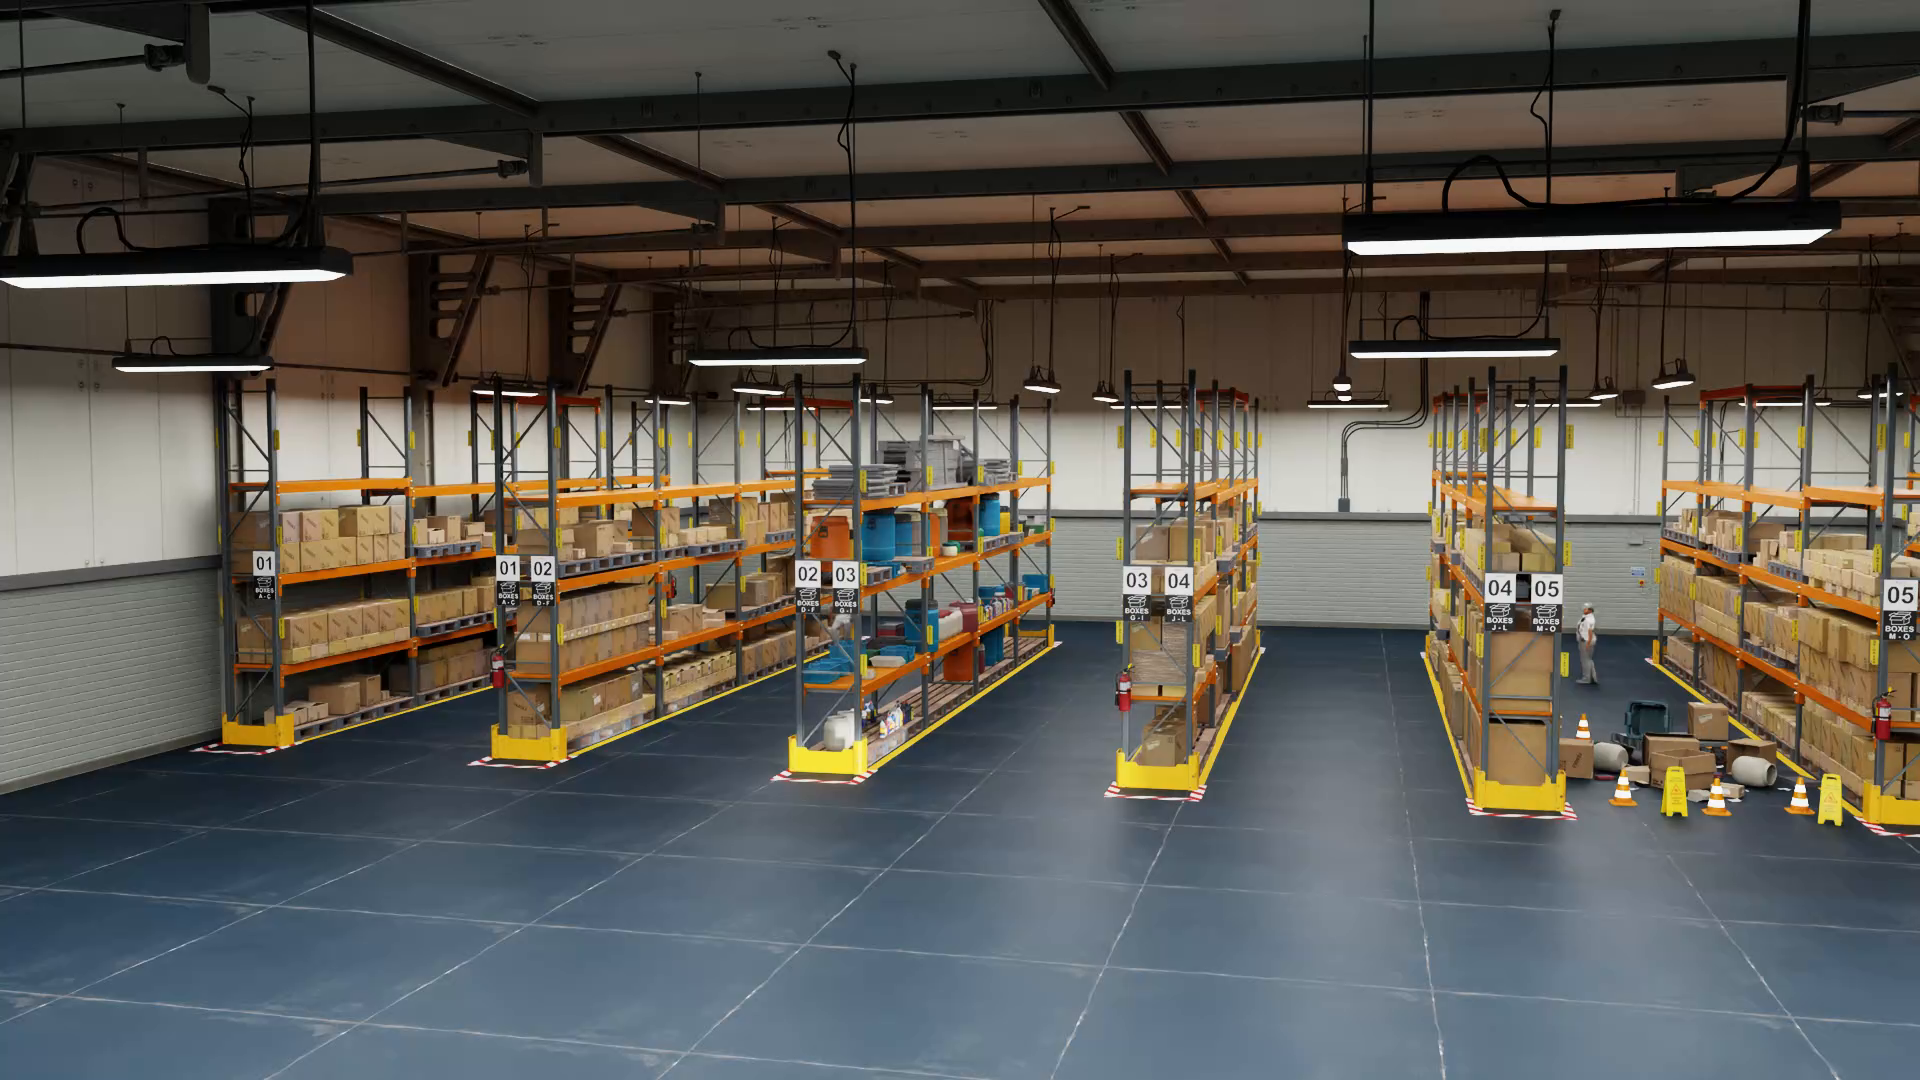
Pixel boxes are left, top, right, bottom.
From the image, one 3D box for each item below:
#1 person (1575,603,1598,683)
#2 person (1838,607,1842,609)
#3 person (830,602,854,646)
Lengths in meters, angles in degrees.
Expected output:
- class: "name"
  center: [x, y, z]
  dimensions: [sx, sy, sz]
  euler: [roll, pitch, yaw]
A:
- class: "person"
  center: [12.923, 2.123, 34.289]
  dimensions: [0.421, 1.672, 0.513]
  euler: [2, 4, 34]
- class: "person"
  center: [19.915, 1.915, 37.426]
  dimensions: [0.546, 1.652, 0.446]
  euler: [1, 3, 11]
- class: "person"
  center: [-2.696, 1.872, 37.703]
  dimensions: [0.631, 1.648, 1.010]
  euler: [1, 4, 14]
